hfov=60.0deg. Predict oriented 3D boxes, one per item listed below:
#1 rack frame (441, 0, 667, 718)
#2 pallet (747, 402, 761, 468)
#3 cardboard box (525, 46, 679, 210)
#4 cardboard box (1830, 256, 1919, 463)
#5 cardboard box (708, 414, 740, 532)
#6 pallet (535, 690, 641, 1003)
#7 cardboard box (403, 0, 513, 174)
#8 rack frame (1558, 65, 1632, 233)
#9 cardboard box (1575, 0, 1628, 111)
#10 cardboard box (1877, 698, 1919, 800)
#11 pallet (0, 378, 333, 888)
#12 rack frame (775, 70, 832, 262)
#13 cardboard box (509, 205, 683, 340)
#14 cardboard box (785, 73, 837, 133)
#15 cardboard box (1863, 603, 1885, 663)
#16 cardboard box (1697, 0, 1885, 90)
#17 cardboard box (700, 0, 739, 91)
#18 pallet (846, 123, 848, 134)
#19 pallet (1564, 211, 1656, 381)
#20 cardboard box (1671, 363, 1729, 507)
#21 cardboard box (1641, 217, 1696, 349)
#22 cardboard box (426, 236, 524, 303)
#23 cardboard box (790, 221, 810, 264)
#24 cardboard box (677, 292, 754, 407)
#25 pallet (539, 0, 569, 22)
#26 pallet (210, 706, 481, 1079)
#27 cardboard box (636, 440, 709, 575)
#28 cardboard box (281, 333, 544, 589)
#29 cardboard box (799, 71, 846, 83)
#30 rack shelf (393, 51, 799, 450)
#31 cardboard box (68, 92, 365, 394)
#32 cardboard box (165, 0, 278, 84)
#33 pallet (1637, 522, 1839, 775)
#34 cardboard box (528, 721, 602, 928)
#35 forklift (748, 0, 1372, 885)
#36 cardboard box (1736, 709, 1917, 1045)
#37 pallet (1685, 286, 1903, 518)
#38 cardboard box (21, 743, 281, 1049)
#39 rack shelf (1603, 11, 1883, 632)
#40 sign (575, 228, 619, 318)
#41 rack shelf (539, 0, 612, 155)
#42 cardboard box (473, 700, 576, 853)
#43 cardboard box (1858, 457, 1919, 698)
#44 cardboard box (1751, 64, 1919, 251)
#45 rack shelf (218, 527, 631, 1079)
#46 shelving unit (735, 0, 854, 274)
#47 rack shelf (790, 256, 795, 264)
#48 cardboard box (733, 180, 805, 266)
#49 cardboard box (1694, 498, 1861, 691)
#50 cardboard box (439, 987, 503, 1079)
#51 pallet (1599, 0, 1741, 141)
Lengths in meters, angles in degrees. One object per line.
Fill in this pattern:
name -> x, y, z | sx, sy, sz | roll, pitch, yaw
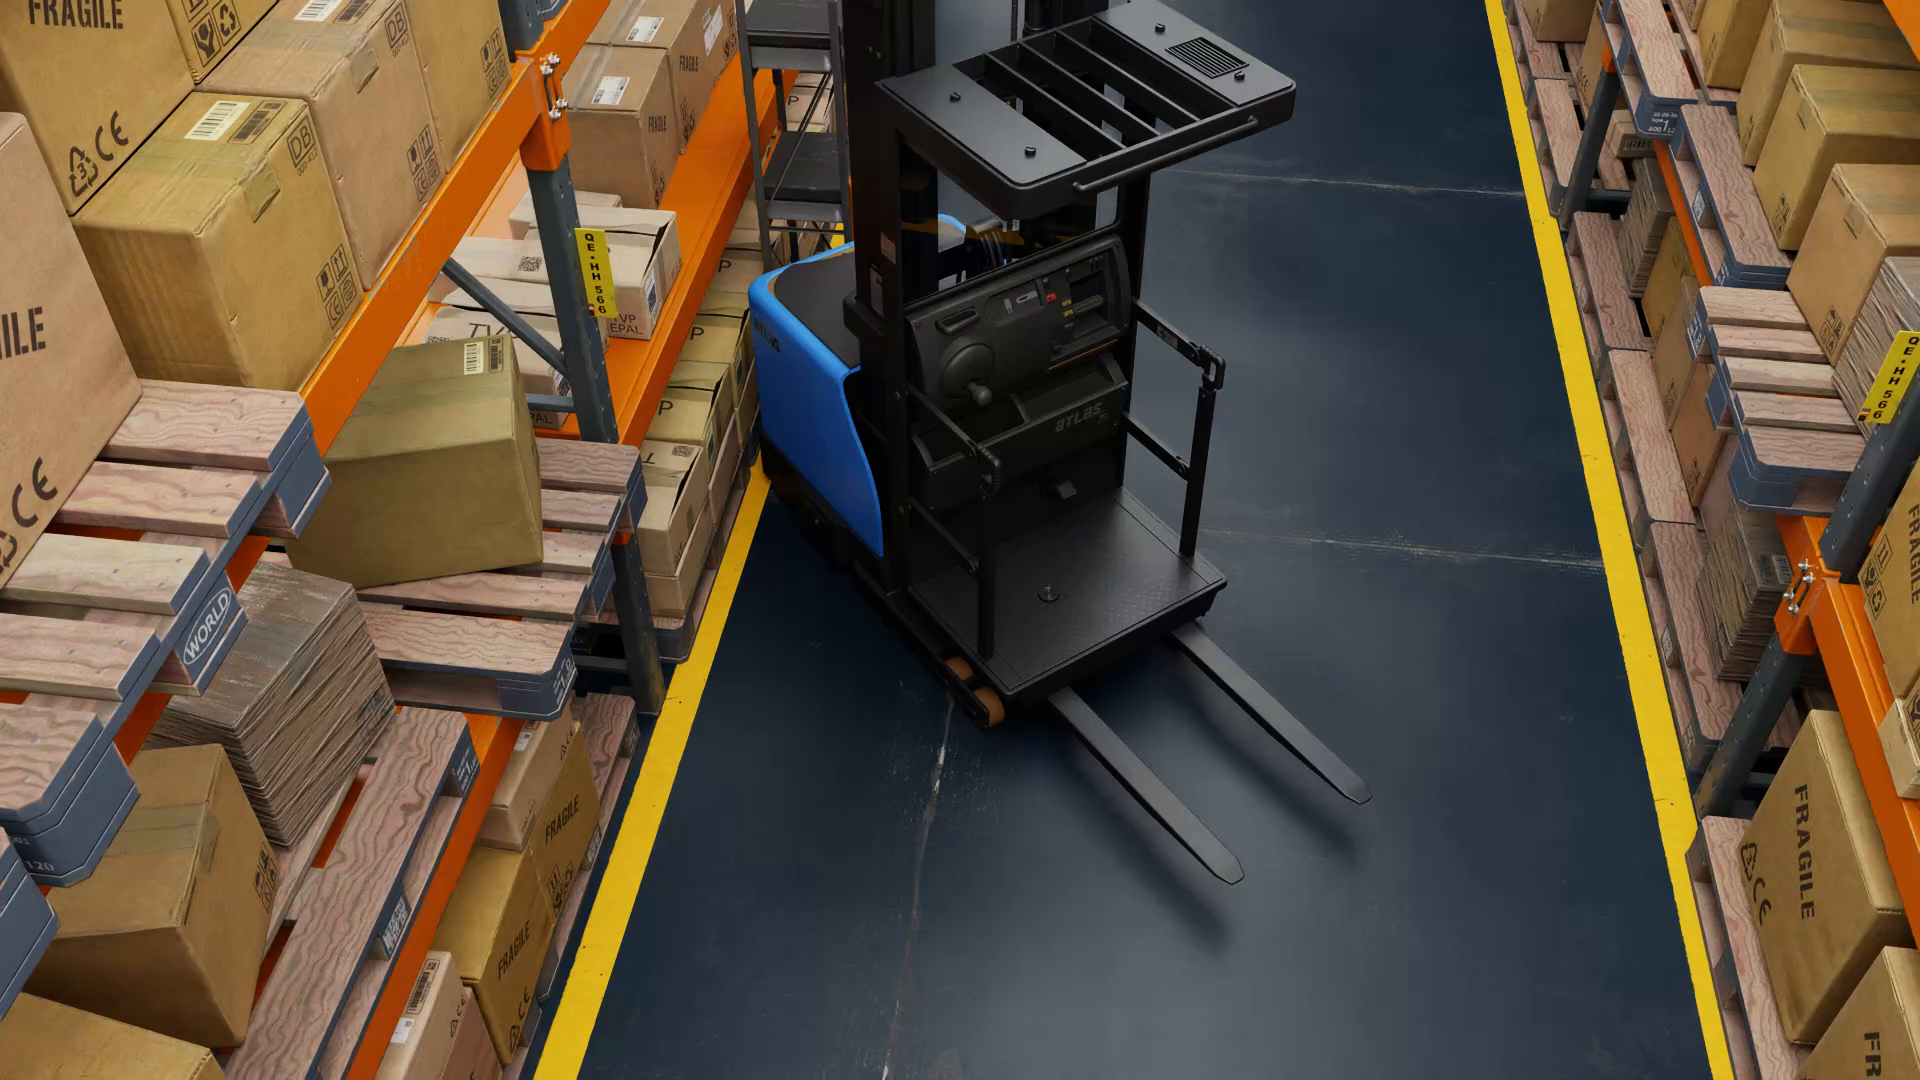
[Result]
rack frame -> -1.672, -0.480, 5.597 | 1.000, 3.000, 0.127 | 5, 44, 6
pallet -> -1.361, -0.854, 8.020 | 1.003, 0.211, 1.213 | 5, 44, 6
cardboard box -> -1.467, -1.661, 6.772 | 0.500, 0.500, 0.500 | 3, 44, 3
cardboard box -> 3.291, -0.549, 5.278 | 0.700, 0.500, 0.500 | 1, 43, 1
cardboard box -> -1.246, -0.307, 7.109 | 0.500, 0.250, 0.500 | 4, 44, 4
pallet -> -1.808, 1.038, 6.022 | 1.003, 0.211, 1.213 | 5, 44, 6
cardboard box -> -1.697, -1.305, 4.214 | 0.910, 0.500, 0.500 | 5, 44, 6
rack frame -> 3.767, -2.758, 8.003 | 1.000, 3.000, 0.127 | 5, 44, 6
cardboard box -> 3.865, -2.721, 9.463 | 0.500, 0.500, 0.500 | 2, 43, 2
cardboard box -> 2.804, 0.600, 4.626 | 0.380, 0.149, 0.250 | 6, 44, 7
pallet -> -1.911, 0.080, 2.961 | 1.213, 0.211, 1.003 | 5, 44, 6
rack frame -> -0.599, -1.654, 7.487 | 0.400, 2.100, 0.015 | 4, 43, 6
cardboard box -> -1.362, -1.039, 6.253 | 0.500, 0.311, 0.500 | 5, 44, 5
cardboard box -> -0.913, -2.262, 8.766 | 0.500, 0.311, 0.500 | 5, 44, 6
cardboard box -> 2.965, 0.255, 4.989 | 0.380, 0.149, 0.250 | 5, 44, 5
cardboard box -> 3.585, -2.230, 7.053 | 0.700, 0.500, 0.500 | 9, 44, 10
cardboard box -> -1.331, -2.361, 7.512 | 0.500, 0.500, 0.500 | 8, 44, 9
pallet -> -0.997, -2.732, 10.003 | 1.003, 0.211, 1.213 | 5, 44, 6
pallet -> 3.666, -1.215, 8.402 | 1.003, 0.211, 1.213 | 5, 44, 6
cardboard box -> 3.503, -0.461, 7.076 | 0.700, 0.500, 0.500 | 5, 44, 5
cardboard box -> 3.668, -1.150, 7.804 | 0.700, 0.500, 0.500 | 4, 44, 5
cardboard box -> -1.827, -1.027, 6.358 | 0.380, 0.149, 0.250 | 5, 44, 6
cardboard box -> -1.047, -1.358, 8.219 | 0.500, 0.250, 0.500 | 6, 44, 6
cardboard box -> -1.181, -0.874, 7.300 | 0.500, 0.311, 0.500 | 4, 44, 4
pallet -> -1.671, -1.971, 5.128 | 1.213, 0.211, 1.003 | 7, 44, 7
pallet -> -1.925, 0.916, 4.263 | 1.003, 0.211, 1.213 | 5, 44, 6
cardboard box -> -1.312, -0.168, 6.554 | 0.500, 0.311, 0.500 | 7, 44, 7
cardboard box -> -1.644, -0.229, 4.954 | 0.700, 0.500, 0.500 | -8, 44, -9
cardboard box -> -0.772, -2.920, 9.323 | 0.500, 0.500, 0.500 | 5, 44, 6
rack shelf -> -1.408, -1.582, 7.284 | 1.077, 0.370, 4.000 | 5, 44, 6
cardboard box -> -1.833, -0.603, 3.473 | 0.910, 0.500, 0.500 | 5, 44, 6
cardboard box -> -1.804, -1.324, 3.507 | 0.500, 0.500, 0.500 | 5, 44, 6
pallet -> 3.343, 0.448, 6.645 | 1.003, 0.211, 1.213 | 5, 44, 6
cardboard box -> -1.563, 0.927, 5.610 | 0.500, 0.500, 0.500 | 7, 44, 7
forklift -> 0.354, -0.709, 5.889 | 1.130, 2.935, 3.031 | -25, 49, -24
cardboard box -> 3.011, 1.085, 5.202 | 0.750, 0.750, 0.750 | 5, 44, 5
pallet -> 3.227, -0.458, 5.714 | 1.213, 0.211, 1.003 | 5, 44, 6
cardboard box -> -2.029, 0.848, 3.817 | 0.700, 0.500, 0.500 | -5, 44, -5
rack shelf -> 3.503, -1.134, 6.811 | 1.077, 0.370, 4.000 | 5, 44, 6
sign -> -1.133, -0.829, 5.181 | 0.100, 0.325, 0.005 | 5, 44, 6
rack shelf -> -1.408, -2.671, 6.253 | 1.077, 0.370, 4.000 | 5, 44, 6
cardboard box -> -1.567, 0.693, 5.311 | 0.500, 0.250, 0.500 | 7, 44, 7
cardboard box -> 2.921, 0.124, 4.656 | 0.500, 0.500, 0.500 | 6, 44, 7
cardboard box -> 3.433, -1.401, 6.177 | 0.700, 0.500, 0.500 | 5, 44, 6
rack shelf -> -1.937, 1.144, 4.405 | 1.077, 0.370, 4.000 | 5, 44, 6
shelving unit -> -0.630, -1.489, 7.310 | 0.431, 2.100, 0.503 | 4, 43, 6
rack shelf -> -0.621, -0.967, 7.797 | 0.431, 0.518, 0.480 | 4, 43, 6
cardboard box -> -1.044, -1.566, 8.031 | 0.500, 0.311, 0.500 | 5, 44, 5
cardboard box -> 3.282, 0.220, 6.356 | 0.700, 0.500, 0.500 | 6, 44, 6
cardboard box -> -1.695, 1.638, 4.859 | 0.500, 0.500, 0.500 | 4, 44, 4
pallet -> 3.522, -2.181, 7.533 | 1.003, 0.211, 1.213 | 5, 44, 6
